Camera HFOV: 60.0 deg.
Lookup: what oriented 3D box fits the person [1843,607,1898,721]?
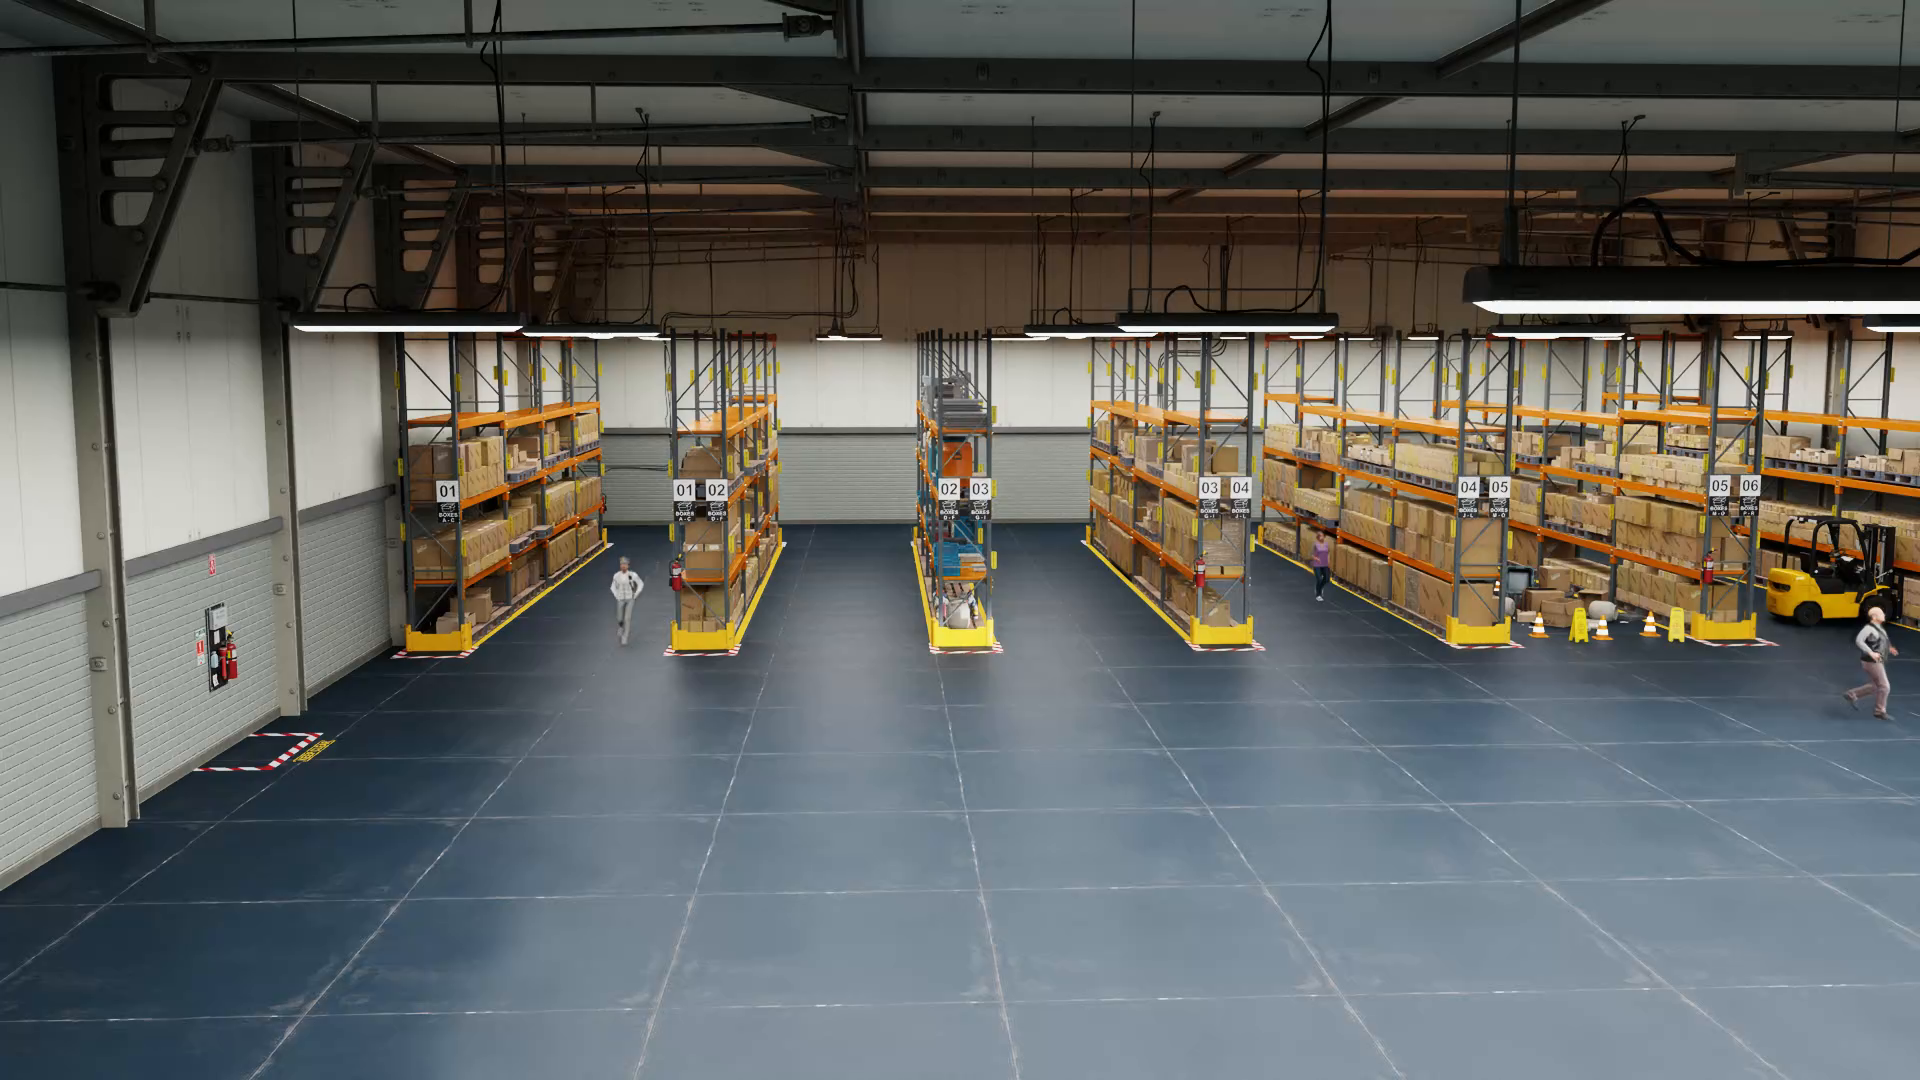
[{"bbox_3d":[13.966,1.882,25.460,0.741,1.716,0.669,6,9,42],"label":"person"}]

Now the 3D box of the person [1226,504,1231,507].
[{"bbox_3d":[7.488,-0.658,47.684,0.637,1.599,0.745,2,7,14],"label":"person"}]

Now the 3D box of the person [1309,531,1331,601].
[{"bbox_3d":[8.052,0.583,37.092,0.530,1.553,0.551,-1,7,-9],"label":"person"}]

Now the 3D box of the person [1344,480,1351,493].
[{"bbox_3d":[11.537,-0.918,49.307,0.707,1.703,0.646,-1,7,-12],"label":"person"}]

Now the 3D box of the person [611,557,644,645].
[{"bbox_3d":[-6.412,1.153,31.928,0.625,1.642,0.724,0,7,0],"label":"person"}]
